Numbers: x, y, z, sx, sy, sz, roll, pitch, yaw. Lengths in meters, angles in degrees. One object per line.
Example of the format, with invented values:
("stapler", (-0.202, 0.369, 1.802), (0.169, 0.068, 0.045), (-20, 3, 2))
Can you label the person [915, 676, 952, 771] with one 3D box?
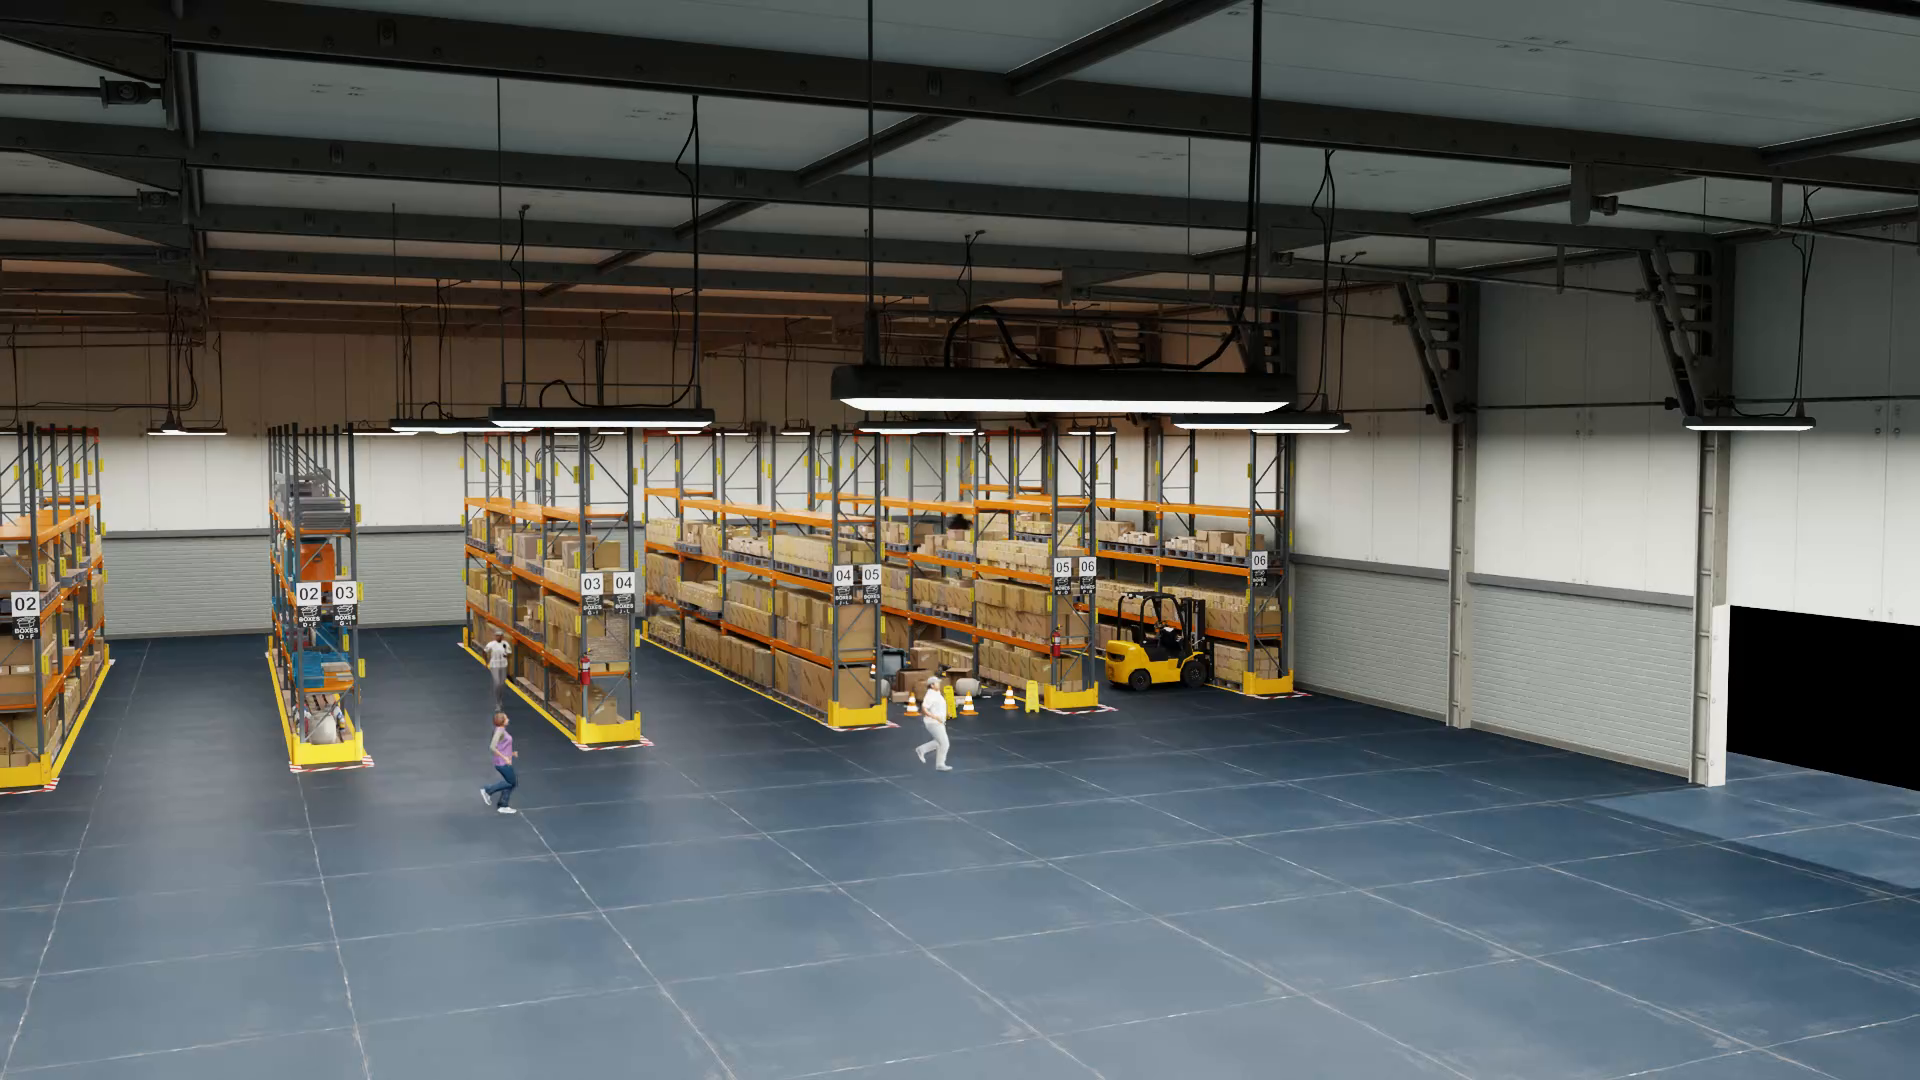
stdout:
("person", (-0.460, 3.156, 28.714), (0.669, 1.620, 0.613), (1, 4, 12))

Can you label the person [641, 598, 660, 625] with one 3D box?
("person", (-9.090, 1.893, 49.185), (0.659, 1.734, 0.722), (0, 3, 3))

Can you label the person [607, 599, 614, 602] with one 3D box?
("person", (-10.163, 1.986, 47.730), (0.684, 1.649, 0.522), (1, 4, 23))

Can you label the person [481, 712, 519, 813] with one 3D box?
("person", (-7.025, 3.402, 25.369), (0.549, 1.557, 0.538), (-1, 4, -9))

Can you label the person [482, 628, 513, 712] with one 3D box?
("person", (-9.744, 2.733, 35.119), (0.546, 1.758, 0.770), (-2, 4, -33))
